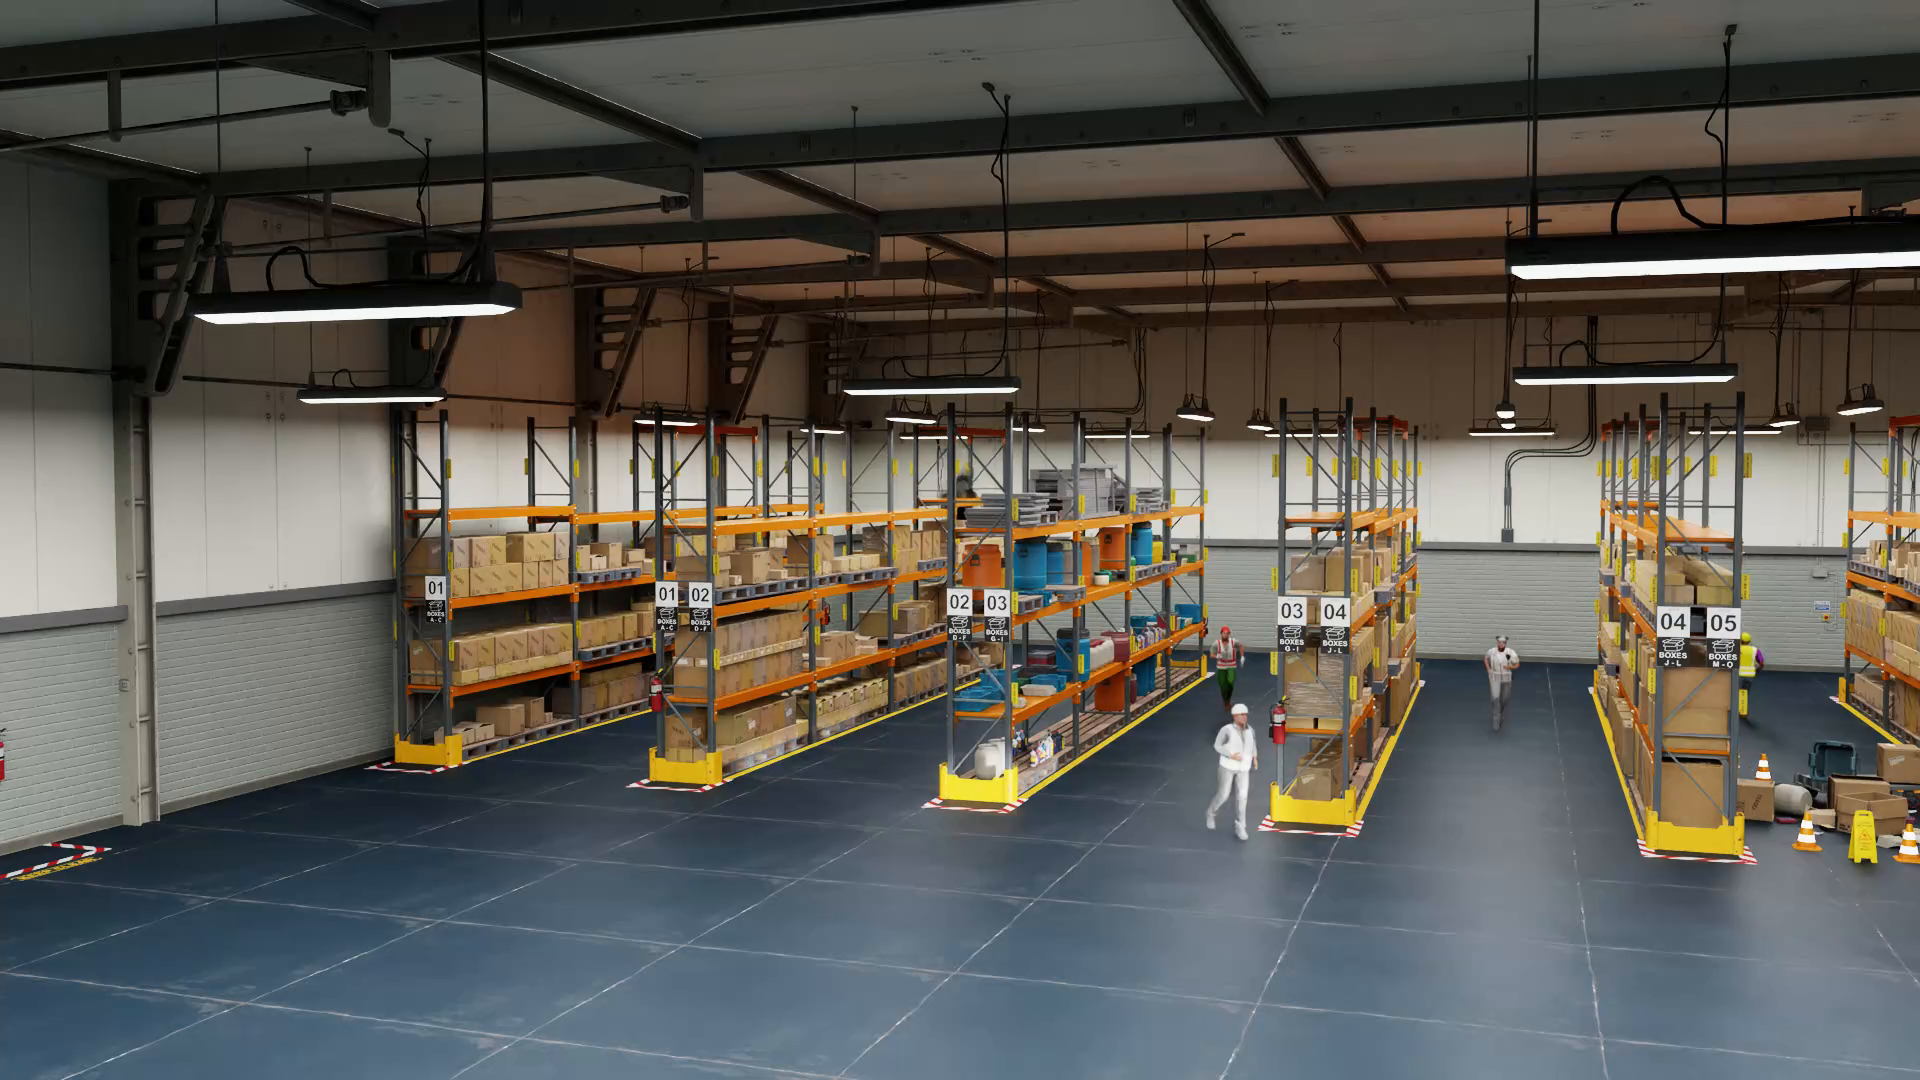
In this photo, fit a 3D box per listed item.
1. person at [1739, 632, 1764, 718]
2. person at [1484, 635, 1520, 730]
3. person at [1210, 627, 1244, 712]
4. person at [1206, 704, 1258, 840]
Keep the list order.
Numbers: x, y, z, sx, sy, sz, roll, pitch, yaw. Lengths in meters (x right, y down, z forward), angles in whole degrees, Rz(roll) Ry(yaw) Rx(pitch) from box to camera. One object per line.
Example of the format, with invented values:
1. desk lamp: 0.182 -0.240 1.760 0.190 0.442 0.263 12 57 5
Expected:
1. person: 15.709 2.711 33.304 0.686 1.722 0.589 1 3 16
2. person: 10.538 2.749 32.322 0.626 1.846 1.004 0 2 11
3. person: 5.480 2.640 34.137 0.696 1.747 0.809 0 2 9
4. person: 3.795 3.126 22.755 0.702 1.782 0.883 -1 3 -17
